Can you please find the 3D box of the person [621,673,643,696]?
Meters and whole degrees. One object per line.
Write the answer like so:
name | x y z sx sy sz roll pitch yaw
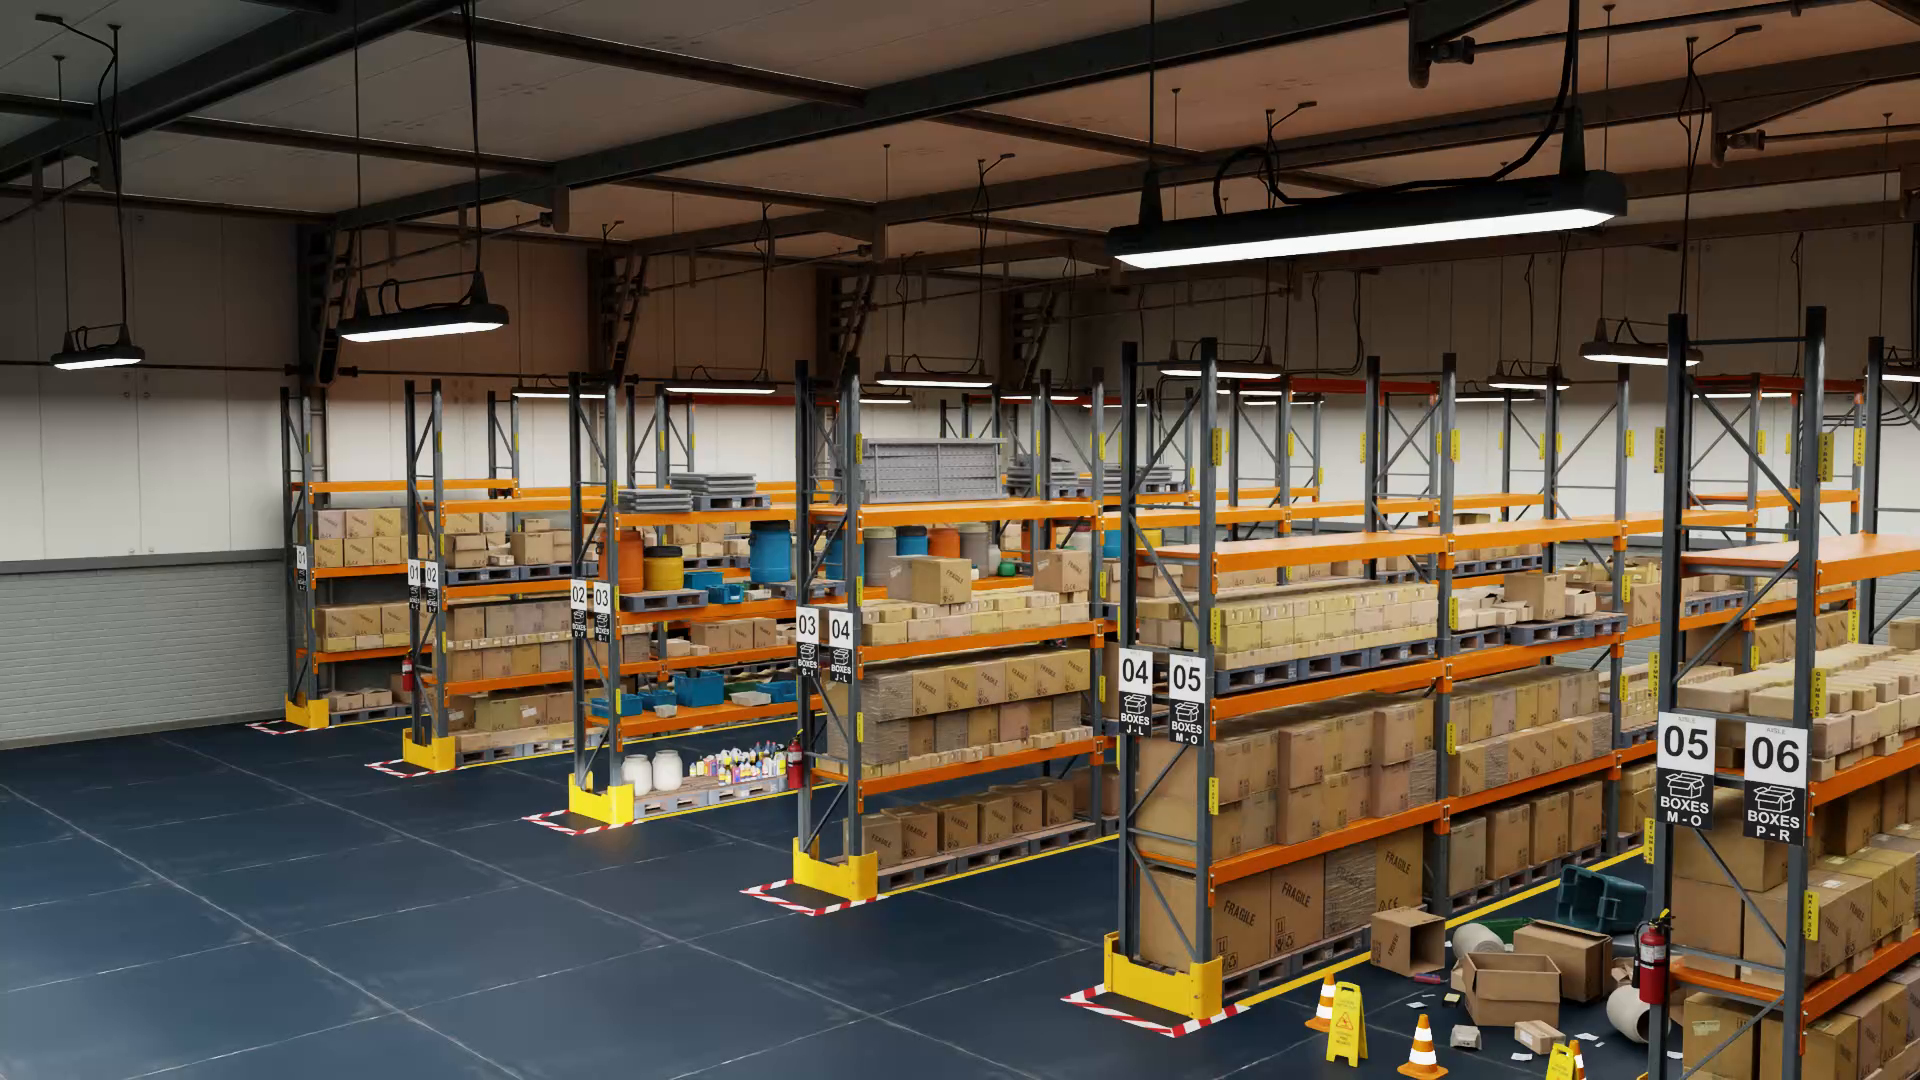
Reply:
person | -6.289 2.352 31.628 0.534 1.740 0.347 -3 5 -41
